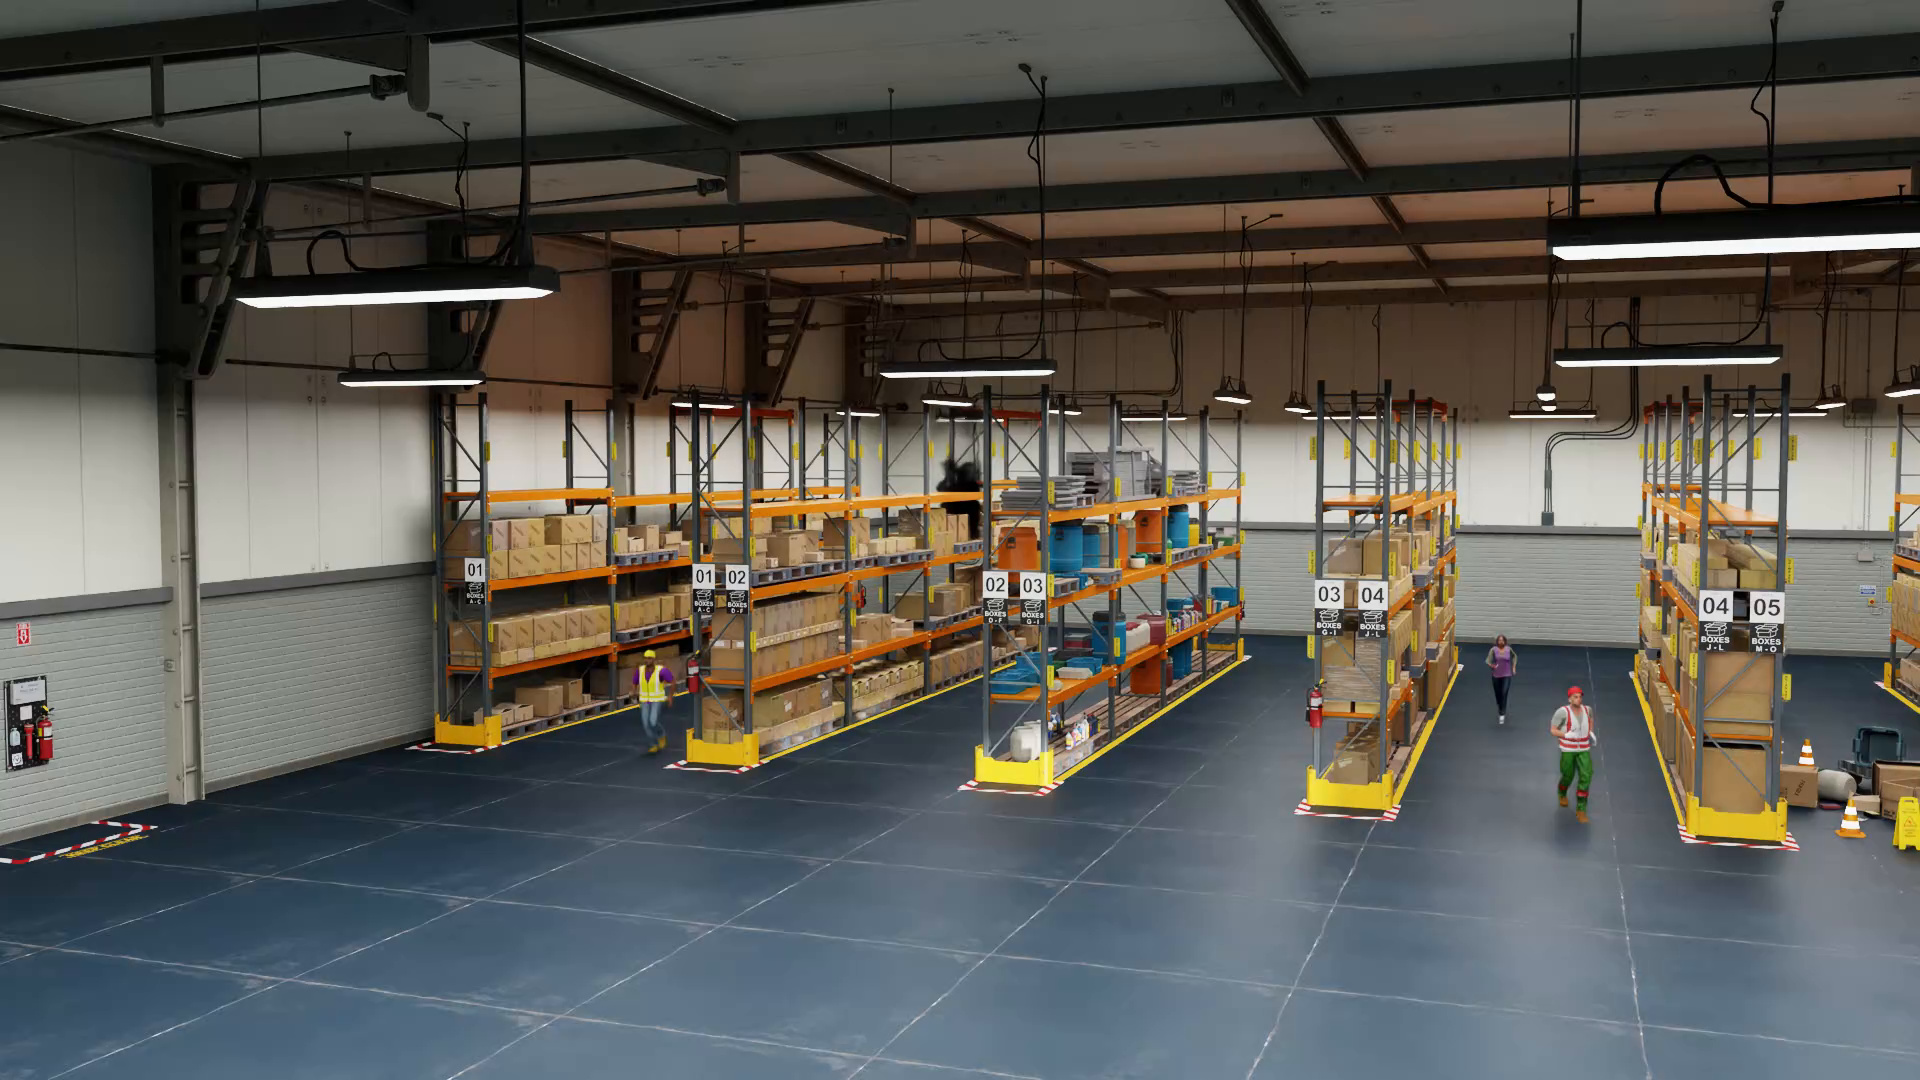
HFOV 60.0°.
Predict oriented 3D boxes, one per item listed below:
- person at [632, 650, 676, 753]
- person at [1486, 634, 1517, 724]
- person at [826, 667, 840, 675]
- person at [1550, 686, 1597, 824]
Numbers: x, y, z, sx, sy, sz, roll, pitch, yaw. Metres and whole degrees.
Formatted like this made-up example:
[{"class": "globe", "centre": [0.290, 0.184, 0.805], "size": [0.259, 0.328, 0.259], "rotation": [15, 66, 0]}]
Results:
[{"class": "person", "centre": [-5.116, 2.677, 27.519], "size": [0.720, 1.716, 0.596], "rotation": [1, 3, 13]}, {"class": "person", "centre": [10.090, 2.571, 31.001], "size": [0.570, 1.587, 0.885], "rotation": [1, 3, 15]}, {"class": "person", "centre": [-2.701, 2.318, 35.084], "size": [0.576, 1.622, 0.555], "rotation": [1, 3, 20]}, {"class": "person", "centre": [8.386, 2.911, 22.753], "size": [0.690, 1.848, 0.913], "rotation": [0, 3, -3]}]
